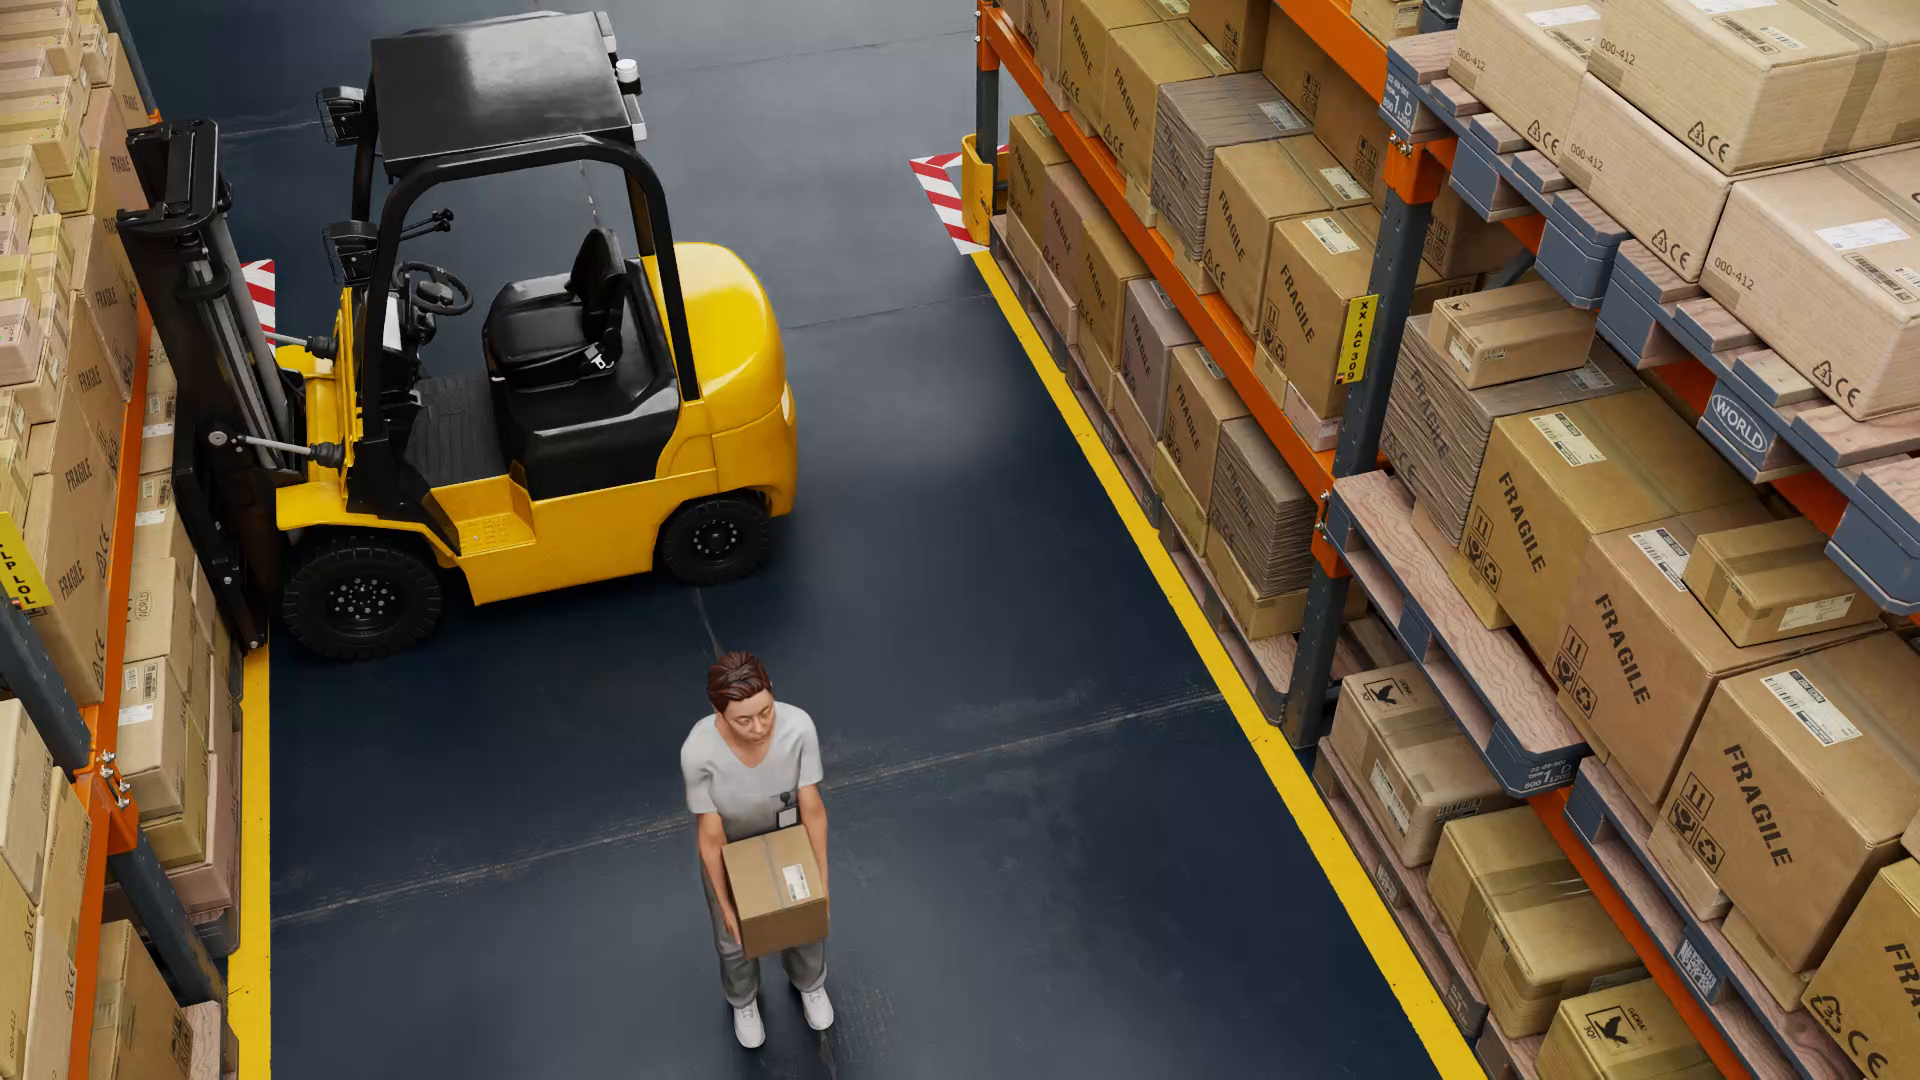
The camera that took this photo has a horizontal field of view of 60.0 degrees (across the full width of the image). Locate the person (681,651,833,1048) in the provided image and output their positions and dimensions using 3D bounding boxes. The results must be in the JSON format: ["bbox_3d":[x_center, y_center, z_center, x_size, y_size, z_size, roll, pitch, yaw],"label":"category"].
[{"bbox_3d":[-0.586,1.008,5.068,0.410,1.668,0.500,-13,44,-14],"label":"person"}]
